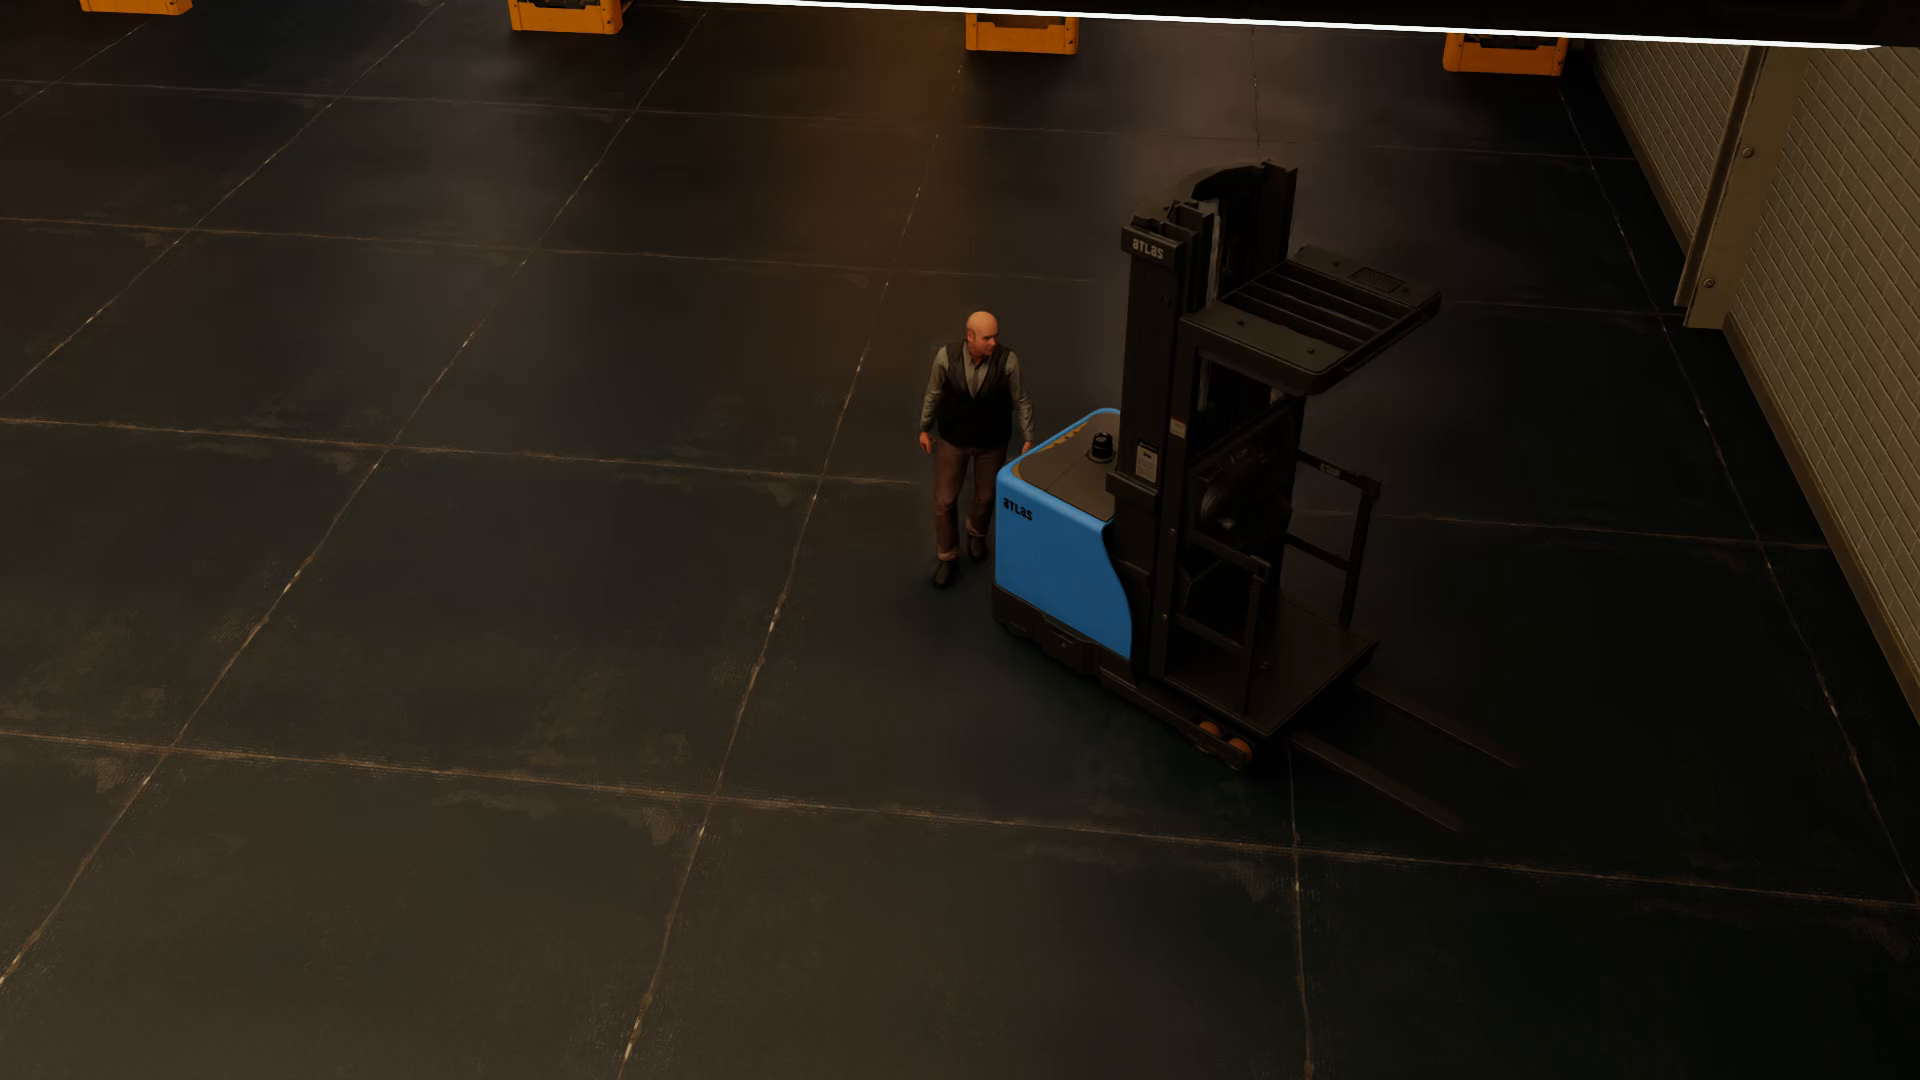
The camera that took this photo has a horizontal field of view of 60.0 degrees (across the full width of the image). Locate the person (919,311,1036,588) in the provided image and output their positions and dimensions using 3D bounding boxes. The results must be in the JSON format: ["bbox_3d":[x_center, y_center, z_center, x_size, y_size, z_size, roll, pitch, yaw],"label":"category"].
[{"bbox_3d":[0.100,-0.541,9.805,0.692,1.712,0.602,1,36,1],"label":"person"}]

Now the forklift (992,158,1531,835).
[{"bbox_3d":[1.607,-0.311,8.452,3.031,2.935,1.130,29,45,33],"label":"forklift"}]
